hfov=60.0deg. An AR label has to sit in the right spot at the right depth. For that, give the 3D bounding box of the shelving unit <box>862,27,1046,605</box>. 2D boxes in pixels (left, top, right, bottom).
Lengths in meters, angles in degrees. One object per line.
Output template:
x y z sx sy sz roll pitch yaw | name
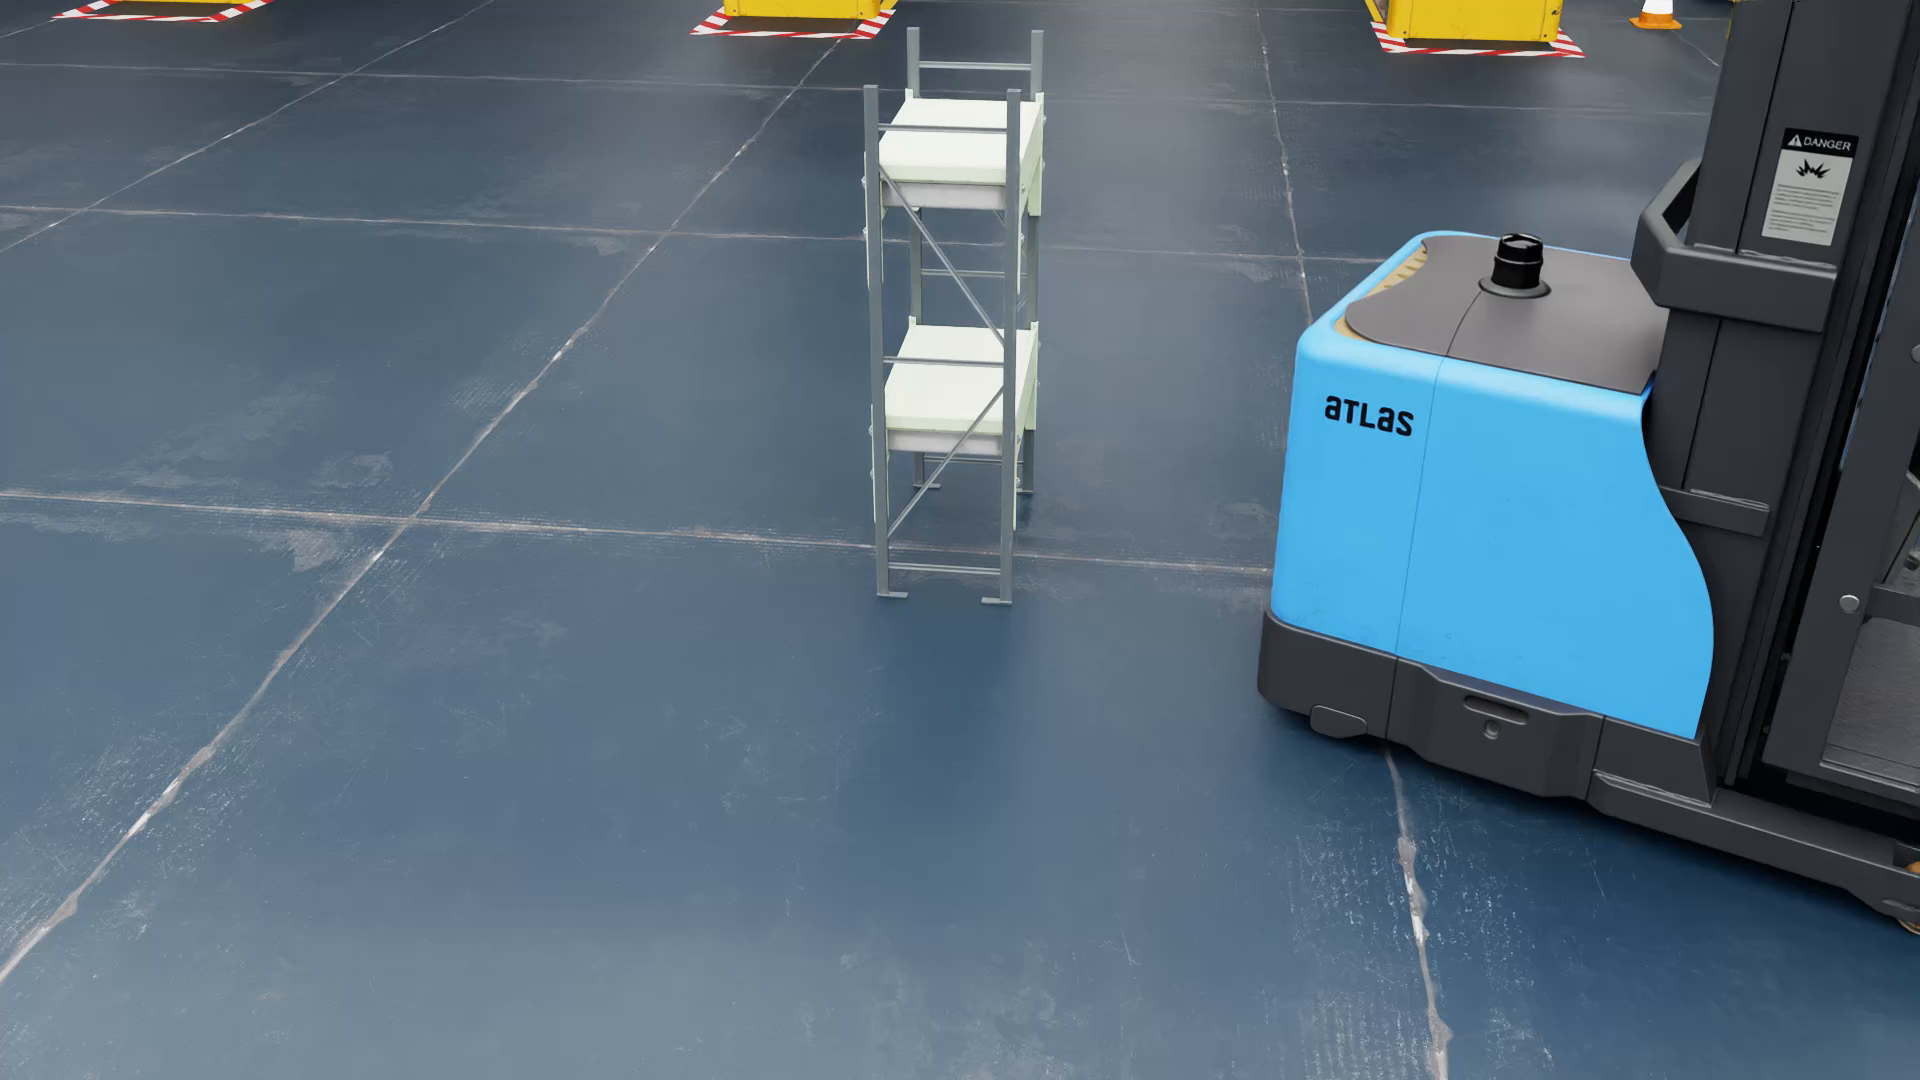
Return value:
-0.001 -0.657 4.888 0.431 1.500 0.755 3 28 6 | shelving unit

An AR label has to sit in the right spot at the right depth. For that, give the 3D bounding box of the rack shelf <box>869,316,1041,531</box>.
-0.001 -0.370 5.043 0.431 0.370 0.720 3 28 6 | rack shelf

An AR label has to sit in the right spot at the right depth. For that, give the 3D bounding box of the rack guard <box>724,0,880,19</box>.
-1.206 -4.257 12.625 1.175 0.500 0.348 3 28 6 | rack guard

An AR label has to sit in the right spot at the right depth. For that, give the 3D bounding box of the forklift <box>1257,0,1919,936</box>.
2.309 -0.660 3.386 3.031 2.935 1.130 16 32 27 | forklift

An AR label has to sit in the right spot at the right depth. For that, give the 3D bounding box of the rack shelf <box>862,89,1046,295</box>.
-0.001 -1.001 4.703 0.431 0.370 0.720 3 28 6 | rack shelf

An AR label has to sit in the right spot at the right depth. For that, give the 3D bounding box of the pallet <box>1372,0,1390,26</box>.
3.715 -4.139 12.711 1.003 0.211 1.213 3 28 6 | pallet

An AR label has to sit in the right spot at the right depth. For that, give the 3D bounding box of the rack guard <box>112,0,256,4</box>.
-6.168 -4.548 13.165 1.175 0.500 0.348 3 28 6 | rack guard

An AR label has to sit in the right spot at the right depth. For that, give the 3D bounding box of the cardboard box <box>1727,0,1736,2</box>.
6.323 -4.621 13.297 0.797 0.503 0.637 -17 33 -29 | cardboard box

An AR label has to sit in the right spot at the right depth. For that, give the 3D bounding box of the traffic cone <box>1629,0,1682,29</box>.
5.169 -4.037 12.255 0.336 0.463 0.334 3 28 6 | traffic cone

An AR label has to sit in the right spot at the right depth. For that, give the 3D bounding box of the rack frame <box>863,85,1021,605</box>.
-0.046 -0.485 4.569 0.400 1.500 0.023 3 28 6 | rack frame

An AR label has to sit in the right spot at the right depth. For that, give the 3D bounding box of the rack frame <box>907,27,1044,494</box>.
0.044 -0.829 5.208 0.400 1.500 0.023 3 28 6 | rack frame

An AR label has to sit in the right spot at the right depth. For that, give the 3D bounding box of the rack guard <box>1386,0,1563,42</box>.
3.692 -3.874 11.915 1.175 0.500 0.348 3 28 6 | rack guard

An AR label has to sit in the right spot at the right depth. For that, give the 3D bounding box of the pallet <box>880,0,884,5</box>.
-1.071 -4.511 13.400 1.003 0.211 1.213 3 28 6 | pallet
